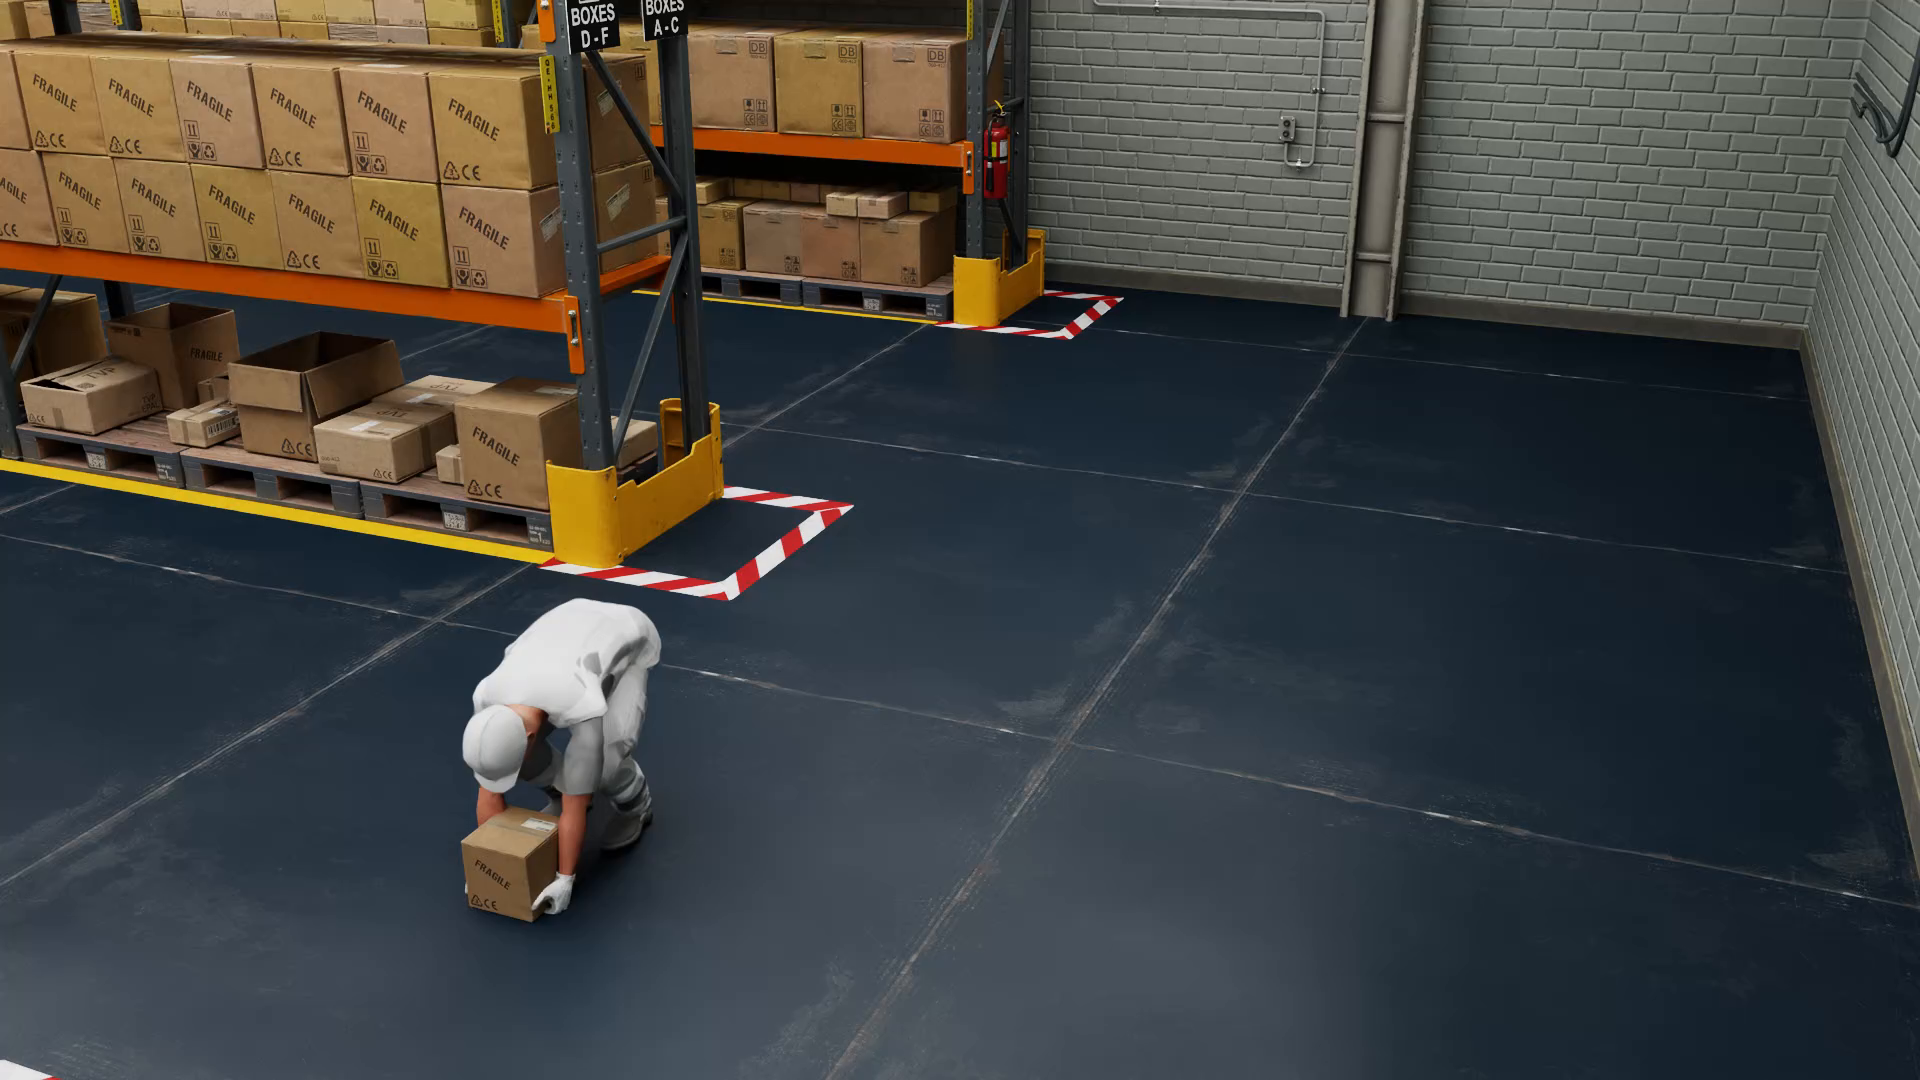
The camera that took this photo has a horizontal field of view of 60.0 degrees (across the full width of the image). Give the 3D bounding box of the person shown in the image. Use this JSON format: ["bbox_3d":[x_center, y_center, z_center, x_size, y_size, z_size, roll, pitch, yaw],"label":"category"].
[{"bbox_3d":[-1.353,0.705,5.629,0.531,0.856,0.966,8,23,18],"label":"person"}]
